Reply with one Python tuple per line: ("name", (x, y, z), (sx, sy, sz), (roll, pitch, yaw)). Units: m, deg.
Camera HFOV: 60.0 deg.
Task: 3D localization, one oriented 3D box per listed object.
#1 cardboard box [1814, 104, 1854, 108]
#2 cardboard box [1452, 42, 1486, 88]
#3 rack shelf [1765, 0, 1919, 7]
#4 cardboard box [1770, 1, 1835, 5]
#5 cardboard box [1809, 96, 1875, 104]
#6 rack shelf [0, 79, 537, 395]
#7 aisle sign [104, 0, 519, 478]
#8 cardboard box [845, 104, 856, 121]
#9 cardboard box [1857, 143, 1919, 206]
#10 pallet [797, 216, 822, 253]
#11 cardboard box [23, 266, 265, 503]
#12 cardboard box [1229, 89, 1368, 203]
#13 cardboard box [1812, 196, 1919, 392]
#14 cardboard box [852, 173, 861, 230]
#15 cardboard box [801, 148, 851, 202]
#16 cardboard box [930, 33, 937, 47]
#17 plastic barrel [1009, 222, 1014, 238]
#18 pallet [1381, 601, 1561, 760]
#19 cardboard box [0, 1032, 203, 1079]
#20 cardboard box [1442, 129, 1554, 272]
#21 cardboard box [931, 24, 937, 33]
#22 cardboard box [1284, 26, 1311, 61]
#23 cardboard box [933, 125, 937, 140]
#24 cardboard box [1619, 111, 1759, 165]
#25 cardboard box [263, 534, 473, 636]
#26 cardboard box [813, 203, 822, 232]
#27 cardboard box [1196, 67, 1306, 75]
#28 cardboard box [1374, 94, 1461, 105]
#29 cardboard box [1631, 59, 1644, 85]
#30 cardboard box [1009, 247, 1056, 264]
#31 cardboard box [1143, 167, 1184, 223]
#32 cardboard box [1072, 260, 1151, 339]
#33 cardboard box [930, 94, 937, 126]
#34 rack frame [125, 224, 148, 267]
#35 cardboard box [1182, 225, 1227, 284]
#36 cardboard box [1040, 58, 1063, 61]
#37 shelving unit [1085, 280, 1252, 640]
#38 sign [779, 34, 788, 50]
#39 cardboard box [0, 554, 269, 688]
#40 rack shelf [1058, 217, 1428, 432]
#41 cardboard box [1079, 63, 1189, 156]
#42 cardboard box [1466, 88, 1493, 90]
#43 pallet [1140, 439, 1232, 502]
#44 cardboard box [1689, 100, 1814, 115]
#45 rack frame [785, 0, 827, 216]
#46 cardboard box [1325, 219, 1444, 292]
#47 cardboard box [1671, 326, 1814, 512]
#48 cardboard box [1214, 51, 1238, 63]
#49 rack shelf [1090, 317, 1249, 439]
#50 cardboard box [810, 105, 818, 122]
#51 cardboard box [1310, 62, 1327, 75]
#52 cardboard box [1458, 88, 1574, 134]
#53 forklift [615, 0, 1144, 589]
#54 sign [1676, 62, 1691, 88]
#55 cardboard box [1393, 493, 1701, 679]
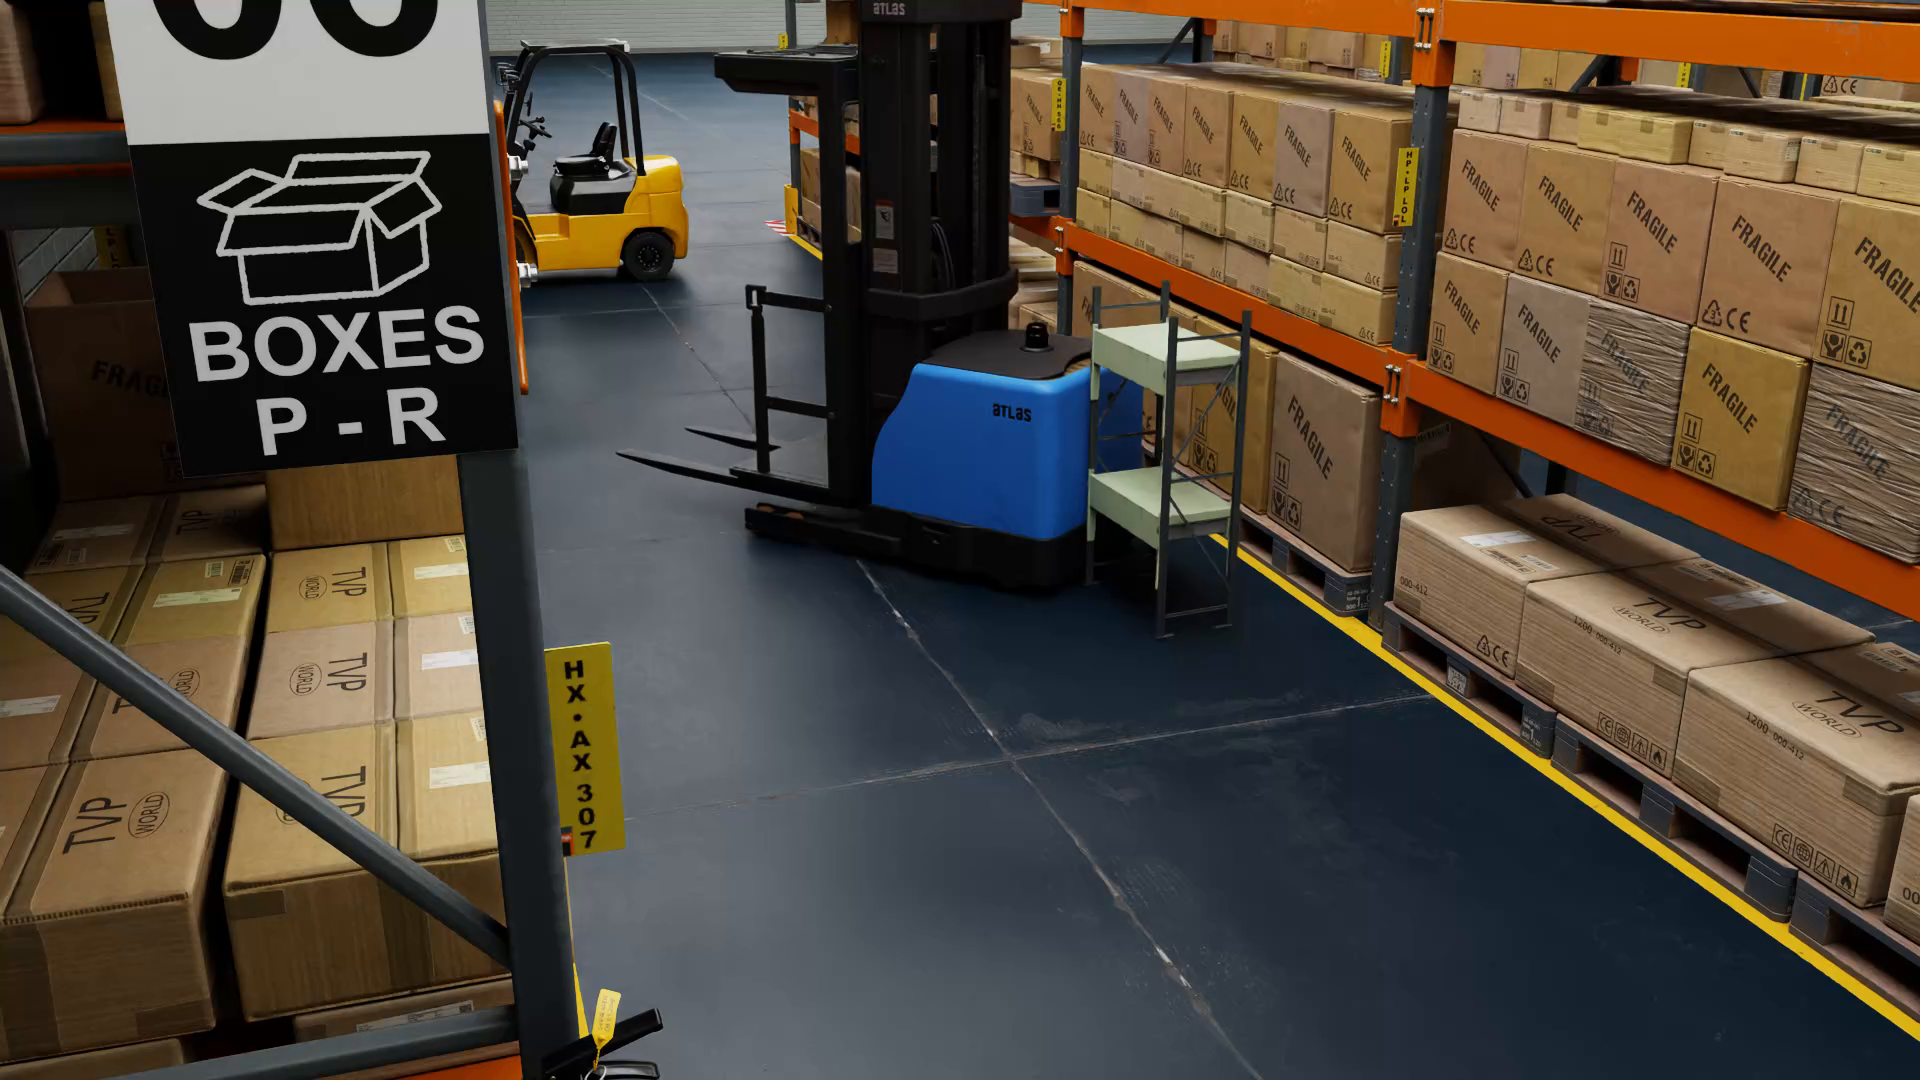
("cardboard box", (5.934, -2.914, 11.461), (0.380, 0.149, 0.250), (-7, 21, -18))
("cardboard box", (4.881, -4.366, 15.007), (0.700, 0.500, 0.500), (-7, 21, -18))
("rack shelf", (6.441, -3.320, 10.348), (1.077, 0.370, 4.000), (-6, 21, -17))
("cardboard box", (8.893, -5.439, 17.555), (0.500, 0.500, 0.500), (-6, 21, -17))
("cardboard box", (6.402, -3.139, 12.089), (0.380, 0.149, 0.250), (-7, 21, -19))
("rack shelf", (-1.680, -0.949, 3.748), (1.077, 0.370, 4.000), (-6, 21, -17))
("aisle sign", (-0.751, -0.467, 1.933), (0.394, 0.787, 0.004), (-6, 21, -17))
("cardboard box", (-0.823, -4.247, 15.716), (0.500, 0.500, 0.500), (-6, 21, -16))
("cardboard box", (2.904, -1.083, 4.908), (0.380, 0.149, 0.250), (-6, 21, -16))
("pallet", (-1.123, -3.296, 17.780), (1.003, 0.211, 1.213), (-6, 21, -17))
("cardboard box", (-2.093, -0.434, 4.359), (0.500, 0.500, 0.500), (-7, 21, -19))
("cardboard box", (1.714, -2.011, 8.450), (0.500, 0.500, 0.500), (-6, 21, -16))
("cardboard box", (2.938, -0.733, 4.894), (0.500, 0.500, 0.500), (-6, 21, -17))
("cardboard box", (-0.714, -3.194, 15.710), (0.500, 0.500, 0.500), (-6, 21, -16))
("cardboard box", (-1.370, -3.858, 17.557), (0.500, 0.500, 0.500), (-7, 21, -19))
("cardboard box", (-0.300, -4.115, 13.767), (0.380, 0.149, 0.250), (-6, 21, -17))
("plastic barrel", (0.717, -3.183, 17.151), (0.512, 0.421, 0.421), (8, 21, 20))
("pallet", (2.567, 0.518, 7.161), (1.003, 0.211, 1.213), (-6, 21, -17))
("cardboard box", (-1.410, 0.806, 2.606), (0.380, 0.149, 0.250), (-7, 21, -18))
("cardboard box", (2.322, -1.385, 6.709), (0.500, 0.500, 0.500), (-6, 21, -17))
("cardboard box", (-0.044, -4.435, 14.760), (0.700, 0.500, 0.500), (-7, 21, -18))
("cardboard box", (3.976, -5.394, 17.677), (0.875, 0.550, 0.500), (-6, 21, -17))
("cardboard box", (-0.006, -3.318, 13.467), (0.380, 0.149, 0.250), (-5, 20, -14))
("cardboard box", (2.548, -1.408, 5.811), (0.380, 0.149, 0.250), (-7, 21, -19))
("cardboard box", (-1.259, 0.198, 3.709), (0.500, 0.250, 0.500), (-7, 21, -18))
("cardboard box", (-1.225, -3.348, 17.246), (0.500, 0.250, 0.500), (-6, 21, -15))
("cardboard box", (1.725, -2.546, 9.939), (0.500, 0.500, 0.500), (-6, 21, -16))
("cardboard box", (2.351, -1.896, 8.130), (0.500, 0.500, 0.500), (-7, 21, -18))
("cardboard box", (5.521, -3.713, 13.190), (0.700, 0.500, 0.500), (-7, 21, -18))
("cardboard box", (0.285, -2.176, 13.803), (0.950, 0.372, 0.625), (-5, 20, -14))
("cardboard box", (1.377, -1.978, 9.470), (0.500, 0.250, 0.500), (-6, 21, -17))
("cardboard box", (1.284, -1.297, 10.612), (0.875, 0.875, 0.875), (-7, 21, -18))
("cardboard box", (0.064, -3.496, 13.004), (0.500, 0.500, 0.500), (-7, 21, -18))
("rack frame", (-2.308, -0.518, 5.920), (1.000, 3.000, 0.127), (-6, 21, -17))
("cardboard box", (1.556, -1.586, 9.115), (0.500, 0.250, 0.500), (-6, 21, -17))
("cardboard box", (0.565, -3.549, 13.151), (0.500, 0.500, 0.500), (-6, 21, -15))
("shelving unit", (0.950, -0.392, 7.788), (0.431, 1.500, 0.755), (-8, 21, -21))
("sign", (-1.884, -5.247, 17.806), (0.100, 0.325, 0.005), (-6, 21, -17))
("cardboard box", (-1.760, 0.252, 3.559), (0.500, 0.250, 0.500), (-6, 21, -15))
("rack shelf", (1.774, -1.349, 9.300), (1.077, 0.370, 4.000), (-6, 21, -17))
("cardboard box", (1.068, -2.663, 10.267), (0.500, 0.500, 0.500), (-7, 21, -19))
("cardboard box", (4.780, -3.699, 14.629), (0.500, 0.500, 0.500), (-6, 21, -17))
("pallet", (1.701, -0.366, 9.622), (1.003, 0.211, 1.213), (-6, 21, -17))
("cardboard box", (2.947, -1.548, 6.201), (0.380, 0.149, 0.250), (-7, 21, -18))
("rack frame", (-1.369, -4.897, 18.113), (1.000, 3.000, 0.127), (-6, 21, -17))
("cardboard box", (2.033, -1.327, 7.655), (0.500, 0.250, 0.500), (-6, 21, -17))
("cardboard box", (2.768, -0.427, 5.521), (0.500, 0.500, 0.500), (-6, 21, -16))
("cardboard box", (3.458, -5.412, 19.324), (0.875, 0.550, 0.550), (-6, 21, -17))
("rack shelf", (0.950, -0.759, 7.656), (0.431, 0.370, 0.720), (-8, 21, -21))
("cardboard box", (-1.323, -4.388, 17.068), (0.380, 0.149, 0.250), (-6, 21, -16))
("cardboard box", (4.176, -4.719, 17.397), (0.875, 0.550, 0.550), (-6, 21, -17))
("cardboard box", (2.256, -1.740, 6.737), (0.380, 0.149, 0.250), (-7, 21, -18))
("forklift", (-0.556, -1.498, 8.752), (3.031, 2.935, 1.130), (12, 23, 31))
("sign", (5.287, -3.373, 12.157), (0.100, 0.325, 0.005), (-6, 21, -17))
("cardboard box", (2.498, 0.175, 7.161), (0.875, 0.438, 0.875), (-7, 21, -18))
